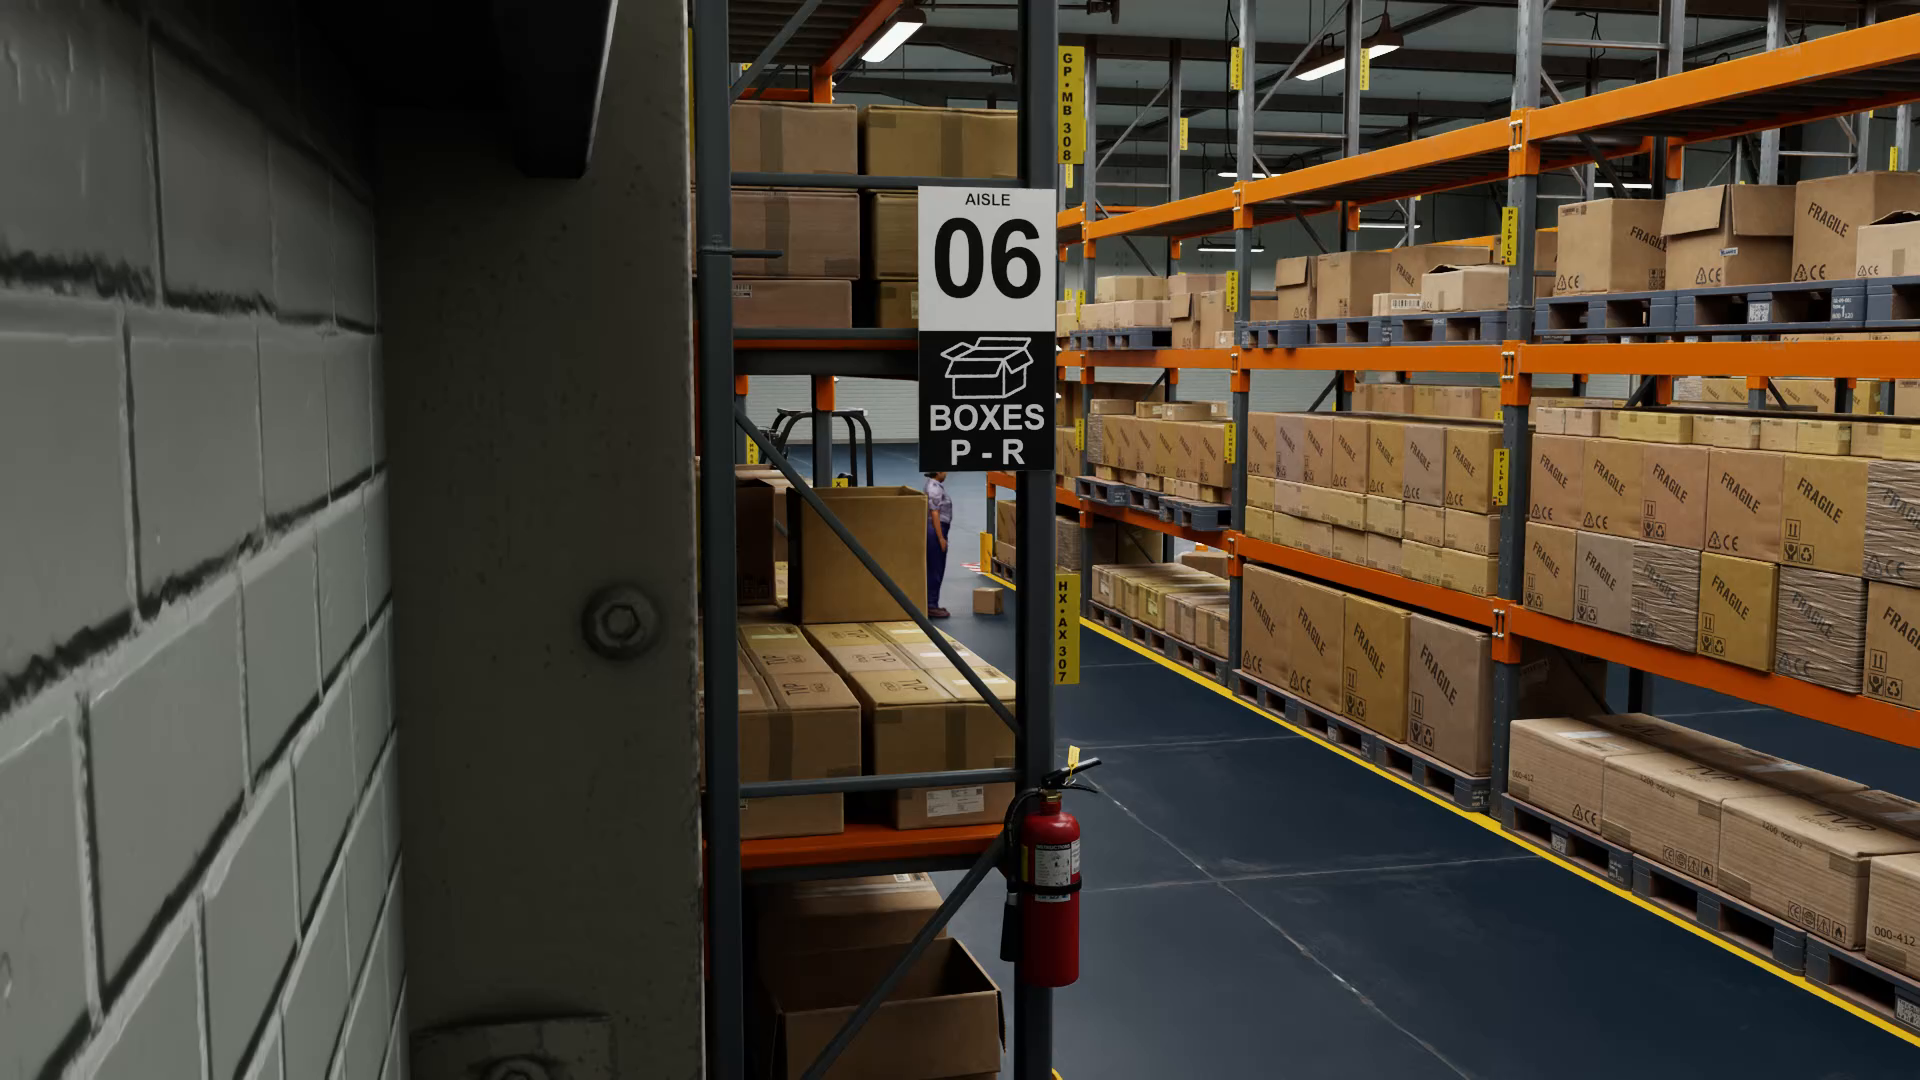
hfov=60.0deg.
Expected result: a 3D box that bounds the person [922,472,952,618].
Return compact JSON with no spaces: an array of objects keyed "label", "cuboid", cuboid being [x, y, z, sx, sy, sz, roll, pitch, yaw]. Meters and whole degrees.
[{"label":"person","cuboid":[-0.274,-0.027,17.642,0.364,1.655,0.501,-1,6,-12]}]
